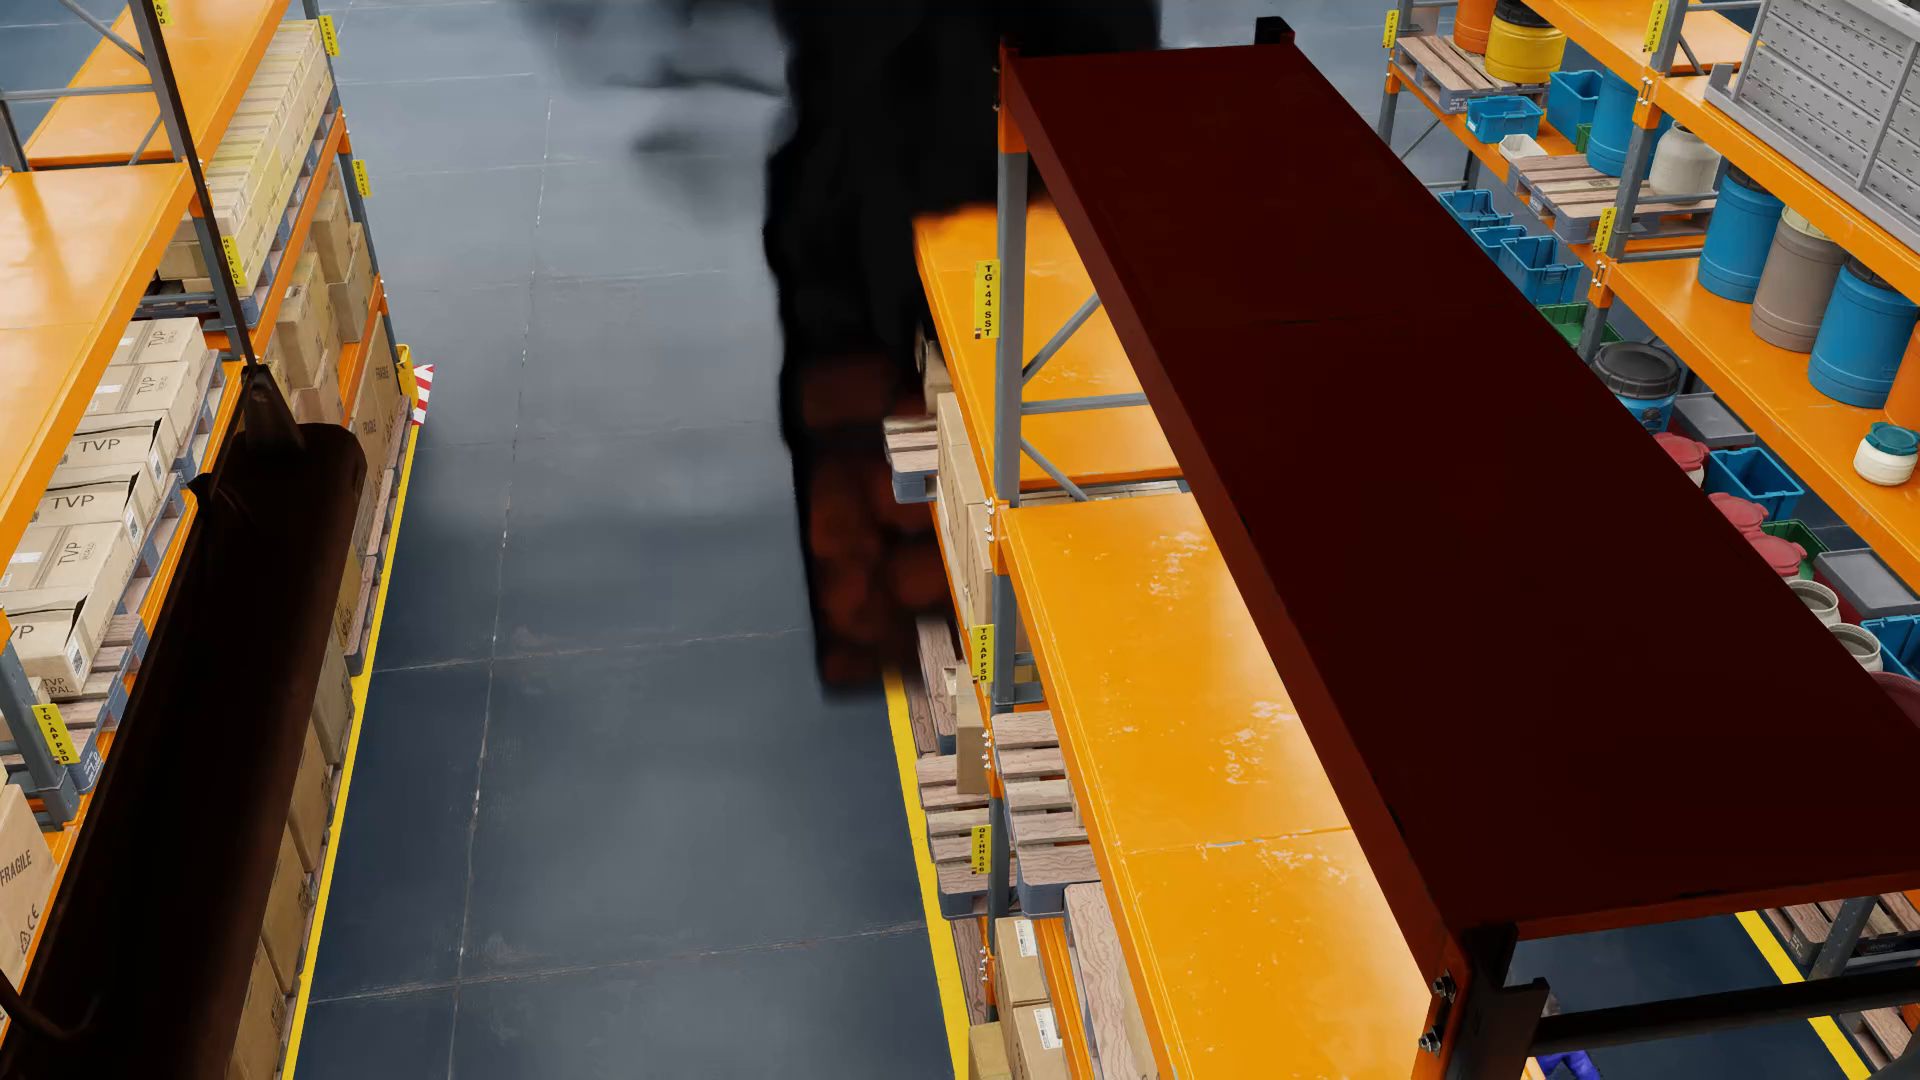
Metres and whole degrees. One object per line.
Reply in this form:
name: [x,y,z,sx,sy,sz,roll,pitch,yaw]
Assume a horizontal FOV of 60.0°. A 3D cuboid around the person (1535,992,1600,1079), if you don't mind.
person: [2.612,2.716,7.909,0.557,1.715,0.797,-8,37,-11]
